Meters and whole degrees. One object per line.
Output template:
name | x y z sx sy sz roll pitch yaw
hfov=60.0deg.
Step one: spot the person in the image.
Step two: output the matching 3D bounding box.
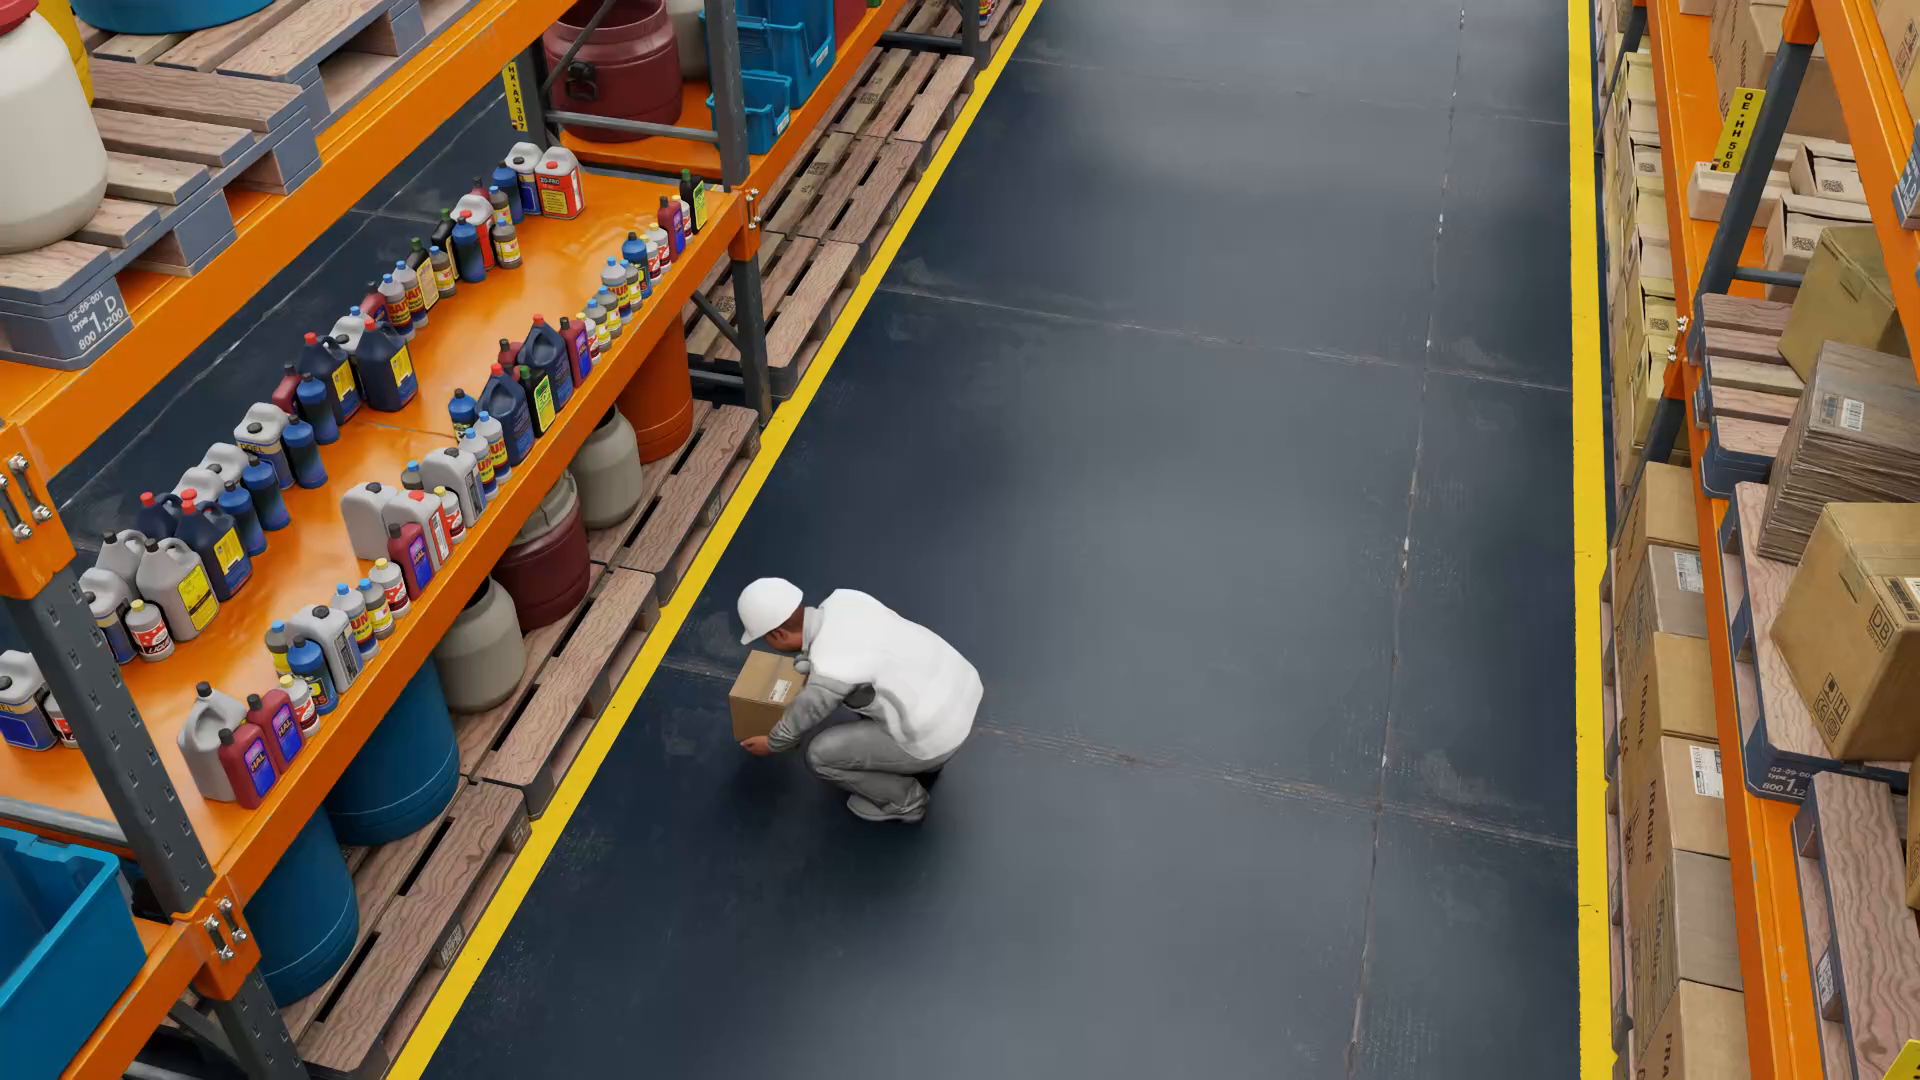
person | -0.369 0.551 6.093 0.878 1.005 0.536 10 42 11
